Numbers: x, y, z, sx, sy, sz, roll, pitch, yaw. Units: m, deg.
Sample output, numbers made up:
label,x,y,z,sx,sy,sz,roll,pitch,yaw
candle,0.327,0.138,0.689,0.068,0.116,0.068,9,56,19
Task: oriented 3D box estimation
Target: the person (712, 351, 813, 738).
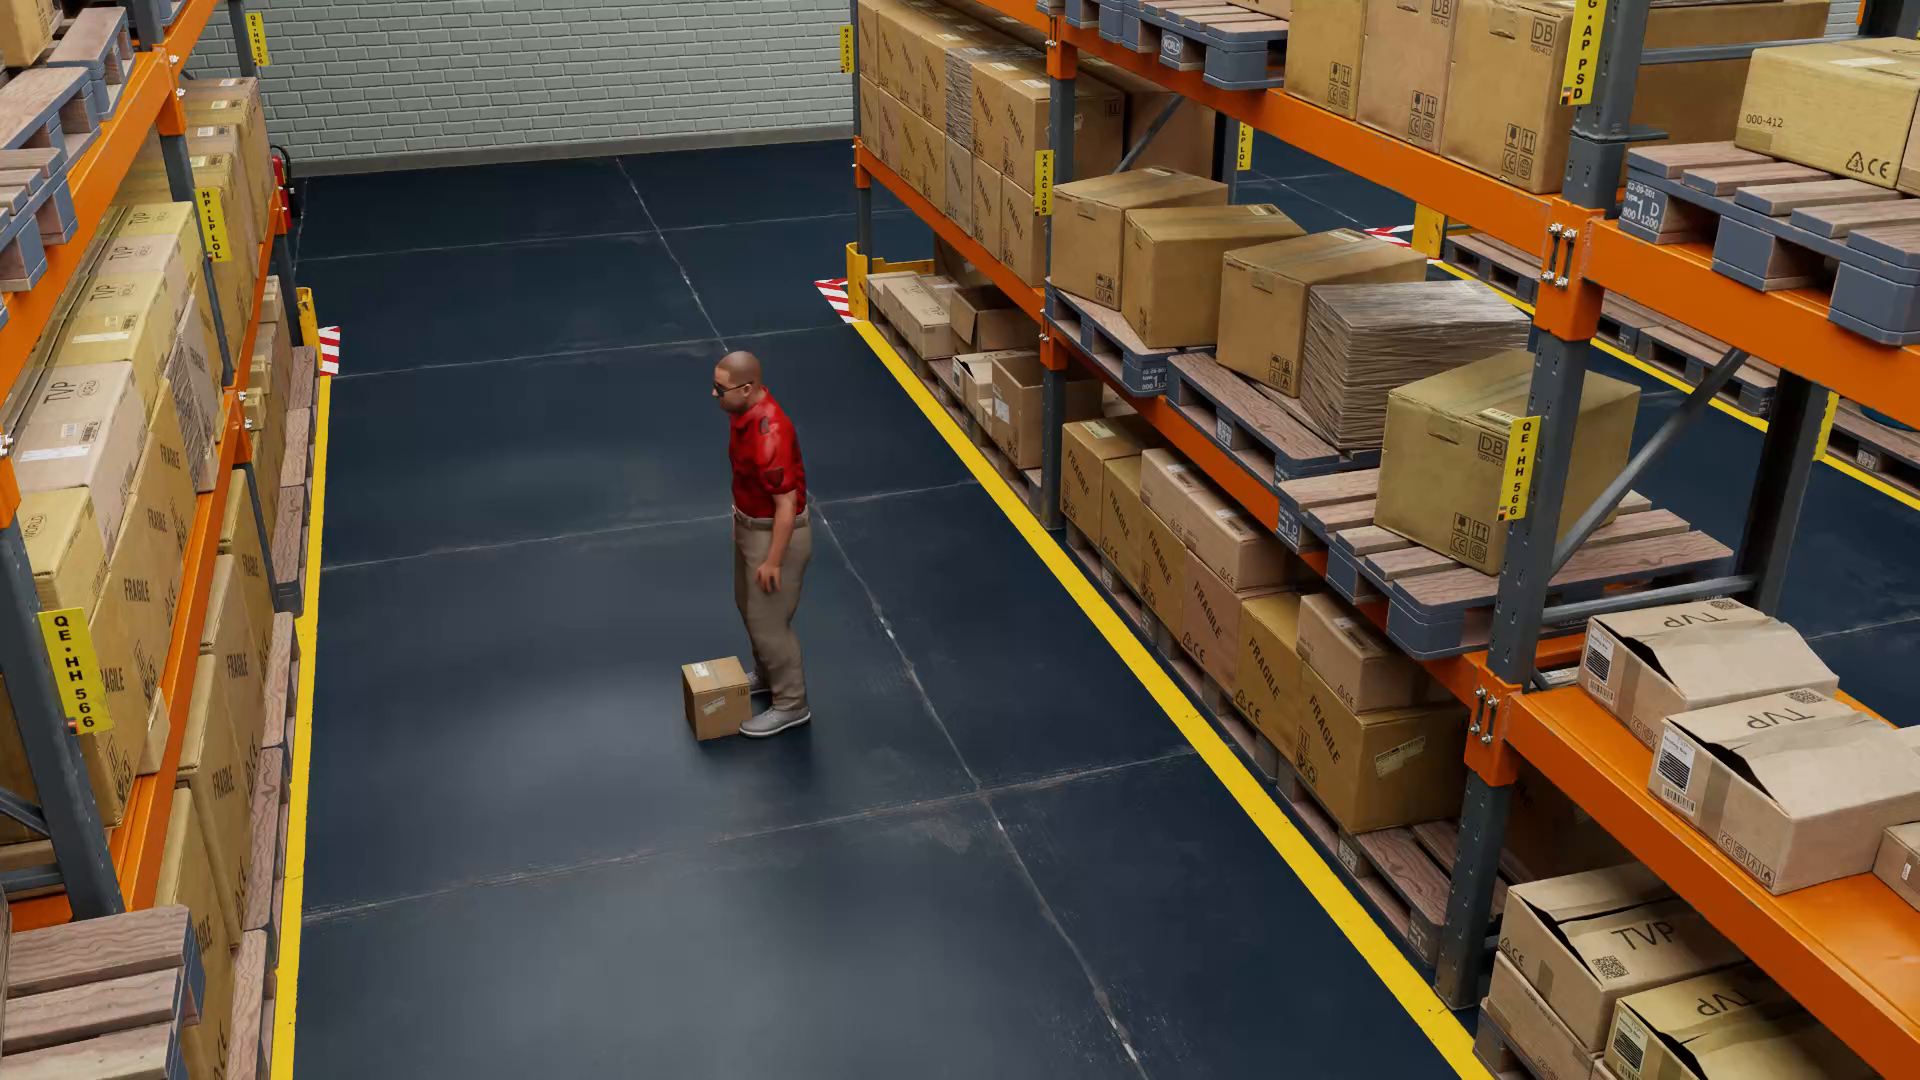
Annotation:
label,x,y,z,sx,sy,sz,roll,pitch,yaw
person,-0.841,-0.001,7.132,0.389,1.726,0.588,-8,27,-17
